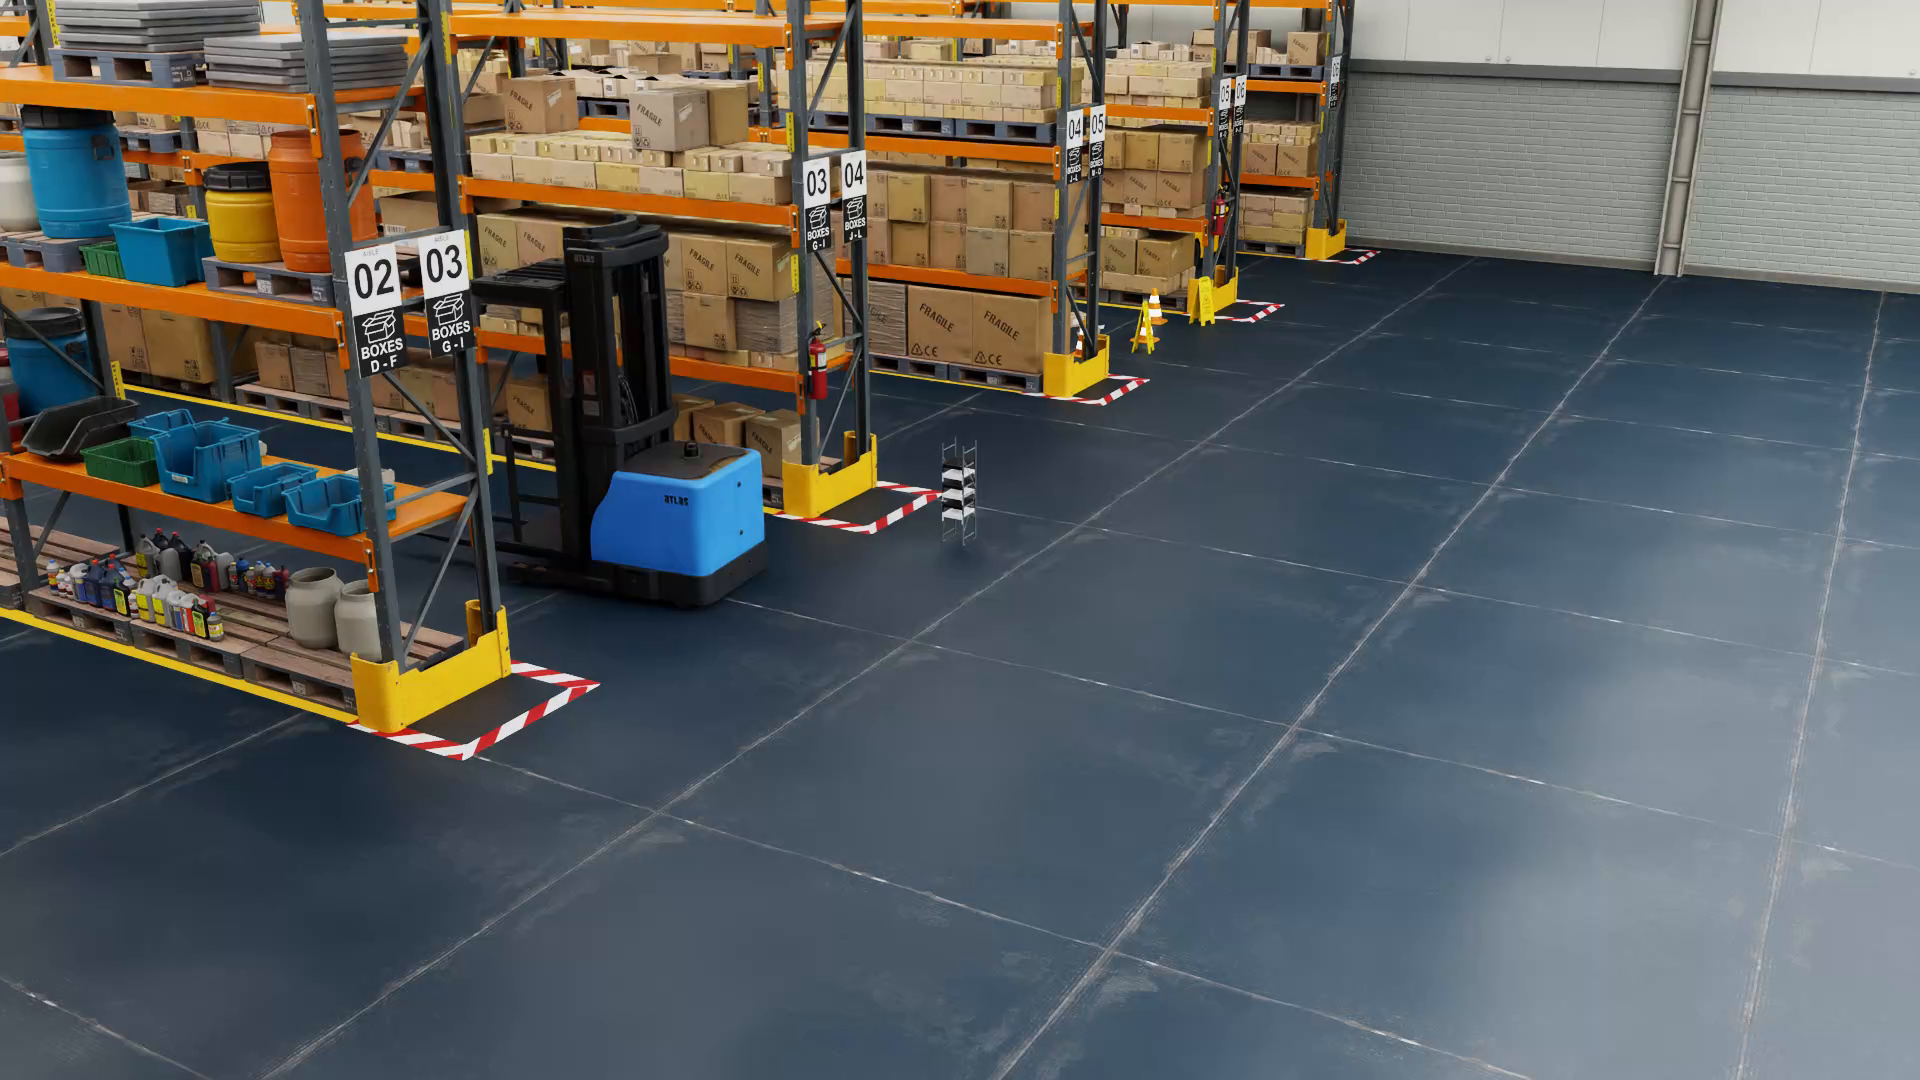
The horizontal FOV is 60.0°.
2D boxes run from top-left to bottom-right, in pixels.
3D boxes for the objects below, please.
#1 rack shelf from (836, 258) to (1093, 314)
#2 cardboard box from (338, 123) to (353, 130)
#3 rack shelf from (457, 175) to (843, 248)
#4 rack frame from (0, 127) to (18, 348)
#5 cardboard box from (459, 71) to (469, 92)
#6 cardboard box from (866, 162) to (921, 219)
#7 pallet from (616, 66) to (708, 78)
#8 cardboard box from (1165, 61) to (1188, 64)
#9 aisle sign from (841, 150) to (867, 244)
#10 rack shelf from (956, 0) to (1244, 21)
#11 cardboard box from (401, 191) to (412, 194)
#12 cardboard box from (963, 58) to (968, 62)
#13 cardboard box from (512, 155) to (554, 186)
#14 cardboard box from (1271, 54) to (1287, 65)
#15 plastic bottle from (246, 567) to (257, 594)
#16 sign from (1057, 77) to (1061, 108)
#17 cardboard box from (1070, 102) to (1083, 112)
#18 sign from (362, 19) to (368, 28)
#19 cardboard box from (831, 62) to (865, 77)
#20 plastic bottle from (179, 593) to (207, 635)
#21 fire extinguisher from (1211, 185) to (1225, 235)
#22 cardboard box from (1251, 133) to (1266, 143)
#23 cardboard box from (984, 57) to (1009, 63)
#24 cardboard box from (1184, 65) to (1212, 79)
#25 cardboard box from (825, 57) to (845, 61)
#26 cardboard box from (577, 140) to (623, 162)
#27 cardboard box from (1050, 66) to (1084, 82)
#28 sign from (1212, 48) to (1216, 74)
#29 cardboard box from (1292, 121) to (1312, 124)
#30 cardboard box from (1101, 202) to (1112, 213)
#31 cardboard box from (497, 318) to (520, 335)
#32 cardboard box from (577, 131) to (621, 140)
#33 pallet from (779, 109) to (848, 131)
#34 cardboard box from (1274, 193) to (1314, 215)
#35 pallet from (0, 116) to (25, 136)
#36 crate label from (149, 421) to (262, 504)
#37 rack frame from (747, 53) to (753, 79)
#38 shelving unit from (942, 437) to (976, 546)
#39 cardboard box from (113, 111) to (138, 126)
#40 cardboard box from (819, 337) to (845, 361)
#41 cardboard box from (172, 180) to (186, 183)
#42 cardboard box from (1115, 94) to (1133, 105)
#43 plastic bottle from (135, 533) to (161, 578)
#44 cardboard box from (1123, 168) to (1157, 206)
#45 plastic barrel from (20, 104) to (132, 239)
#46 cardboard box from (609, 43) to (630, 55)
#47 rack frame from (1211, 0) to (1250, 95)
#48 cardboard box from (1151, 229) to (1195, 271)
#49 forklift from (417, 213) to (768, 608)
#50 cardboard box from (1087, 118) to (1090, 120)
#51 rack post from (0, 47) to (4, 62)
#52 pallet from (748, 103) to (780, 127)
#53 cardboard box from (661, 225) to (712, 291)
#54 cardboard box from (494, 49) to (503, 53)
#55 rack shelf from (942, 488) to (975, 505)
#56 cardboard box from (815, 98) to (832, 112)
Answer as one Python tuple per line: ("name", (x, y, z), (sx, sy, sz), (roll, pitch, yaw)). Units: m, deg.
("rack shelf", (-0.388, -3.243, 20.260), (4.000, 0.370, 1.077), (11, 23, 27))
("cardboard box", (-6.327, -4.234, 17.264), (0.250, 0.166, 0.380), (10, 22, 26))
("rack shelf", (-2.896, -3.193, 15.724), (4.000, 0.370, 1.077), (11, 23, 27))
("rack frame", (-11.626, -3.785, 20.697), (0.127, 3.000, 1.000), (11, 23, 27))
("cardboard box", (-6.692, -6.135, 22.631), (0.500, 0.500, 0.500), (11, 23, 27))
("cardboard box", (-0.888, -4.233, 20.130), (0.550, 0.550, 0.875), (11, 23, 27))
("pallet", (-4.866, -7.667, 27.279), (1.213, 0.211, 1.003), (12, 23, 30))
("cardboard box", (3.057, -6.623, 23.322), (0.250, 0.149, 0.380), (11, 23, 27))
("aisle sign", (-0.949, -3.090, 14.970), (0.004, 0.787, 0.394), (11, 23, 27))
("rack shelf", (1.937, -7.552, 23.346), (4.000, 0.370, 1.077), (11, 23, 27))
("cardboard box", (-7.638, -4.863, 23.422), (0.250, 0.149, 0.380), (10, 22, 25))
("cardboard box", (-0.123, -7.158, 25.202), (0.500, 0.250, 0.500), (10, 22, 26))
("cardboard box", (-3.909, -3.556, 15.889), (0.500, 0.250, 0.500), (11, 22, 27))
("cardboard box", (5.229, -7.801, 26.977), (0.250, 0.149, 0.380), (10, 22, 26))
("plastic bottle", (-5.469, 0.310, 12.868), (0.097, 0.201, 0.097), (0, 20, 0))
("sign", (1.081, -4.879, 18.132), (0.005, 0.325, 0.100), (11, 23, 27))
("cardboard box", (1.215, -4.938, 19.083), (0.250, 0.149, 0.380), (11, 23, 28))
("sign", (-10.561, -9.094, 29.537), (0.005, 0.325, 0.100), (11, 23, 27))
("cardboard box", (-1.317, -5.537, 19.566), (0.250, 0.149, 0.380), (10, 22, 26))
("plastic bottle", (-5.589, 0.534, 12.141), (0.135, 0.276, 0.152), (11, 23, 28))
("fire extinguisher", (3.559, -4.547, 22.911), (0.183, 0.674, 0.296), (11, 23, 27))
("cardboard box", (5.017, -6.683, 27.590), (0.250, 0.149, 0.380), (11, 22, 27))
("cardboard box", (0.548, -6.887, 24.050), (0.250, 0.149, 0.380), (12, 23, 29))
("cardboard box", (3.244, -6.374, 22.637), (0.250, 0.149, 0.380), (11, 23, 28))
("cardboard box", (-1.439, -5.817, 20.338), (0.250, 0.149, 0.380), (11, 23, 27))
("cardboard box", (-3.351, -3.630, 15.507), (0.250, 0.149, 0.380), (10, 22, 26))
("cardboard box", (1.222, -5.310, 18.941), (0.250, 0.149, 0.380), (11, 23, 28))
("sign", (3.395, -6.404, 22.220), (0.005, 0.325, 0.100), (11, 23, 27))
("cardboard box", (5.710, -6.892, 27.728), (0.250, 0.149, 0.380), (12, 23, 29))
("cardboard box", (2.102, -4.811, 23.896), (0.250, 0.149, 0.380), (11, 22, 27))
("cardboard box", (-4.389, -2.165, 16.602), (0.250, 0.149, 0.380), (11, 23, 27))
("cardboard box", (-3.513, -3.887, 16.217), (0.250, 0.149, 0.380), (10, 22, 26))
("pallet", (-1.425, -5.143, 20.174), (1.213, 0.211, 1.003), (11, 23, 27))
("cardboard box", (5.547, -5.576, 27.586), (0.500, 0.250, 0.500), (12, 23, 29))
("pallet", (-10.801, -4.967, 19.838), (1.217, 0.209, 0.805), (10, 22, 25))
("crate label", (-5.304, -0.557, 11.747), (0.616, 0.435, 0.502), (11, 23, 27))
("rack frame", (-4.375, -8.213, 32.906), (0.127, 3.000, 1.000), (11, 23, 27))
("shelving unit", (-0.007, -0.424, 14.513), (0.210, 0.900, 0.258), (11, 23, 27))
("cardboard box", (-9.498, -4.971, 18.807), (0.500, 0.500, 0.500), (12, 23, 30))
("cardboard box", (-1.282, -1.789, 15.565), (0.250, 0.149, 0.380), (11, 23, 27))
("cardboard box", (-12.037, -5.549, 25.931), (0.250, 0.149, 0.380), (10, 22, 26))
("cardboard box", (2.358, -6.182, 23.277), (0.250, 0.149, 0.380), (11, 22, 27))
("plastic bottle", (-6.425, 0.123, 13.164), (0.185, 0.351, 0.144), (11, 23, 27))
("cardboard box", (2.640, -5.019, 23.517), (0.500, 0.500, 0.500), (11, 23, 27))
("plastic barrel", (-6.240, -2.625, 11.752), (0.708, 0.901, 0.600), (11, 23, 27))
("cardboard box", (-5.921, -8.216, 28.031), (0.500, 0.311, 0.500), (11, 23, 27))
("rack frame", (3.683, -7.559, 22.306), (0.127, 3.000, 1.000), (11, 23, 27))
("cardboard box", (3.093, -4.217, 24.205), (0.500, 0.500, 0.500), (10, 22, 26))
("forklift", (-3.171, -1.149, 13.532), (3.031, 2.935, 1.130), (8, 21, 21))
("cardboard box", (2.198, -7.417, 29.614), (0.250, 0.149, 0.380), (10, 22, 26))
("rack post", (-8.818, -4.196, 12.740), (3.121, 1.000, 1.013), (11, 23, 27))
("pallet", (-2.959, -5.372, 20.955), (1.217, 0.209, 0.805), (10, 22, 25))
("cardboard box", (-2.625, -2.629, 15.463), (0.500, 0.500, 0.500), (11, 23, 27))
("cardboard box", (-7.737, -8.326, 28.424), (0.250, 0.149, 0.380), (11, 23, 29))
("rack shelf", (-0.007, -0.393, 14.524), (0.200, 0.077, 0.258), (11, 23, 27))
("cardboard box", (-1.538, -5.204, 19.818), (0.250, 0.149, 0.380), (11, 23, 27))
